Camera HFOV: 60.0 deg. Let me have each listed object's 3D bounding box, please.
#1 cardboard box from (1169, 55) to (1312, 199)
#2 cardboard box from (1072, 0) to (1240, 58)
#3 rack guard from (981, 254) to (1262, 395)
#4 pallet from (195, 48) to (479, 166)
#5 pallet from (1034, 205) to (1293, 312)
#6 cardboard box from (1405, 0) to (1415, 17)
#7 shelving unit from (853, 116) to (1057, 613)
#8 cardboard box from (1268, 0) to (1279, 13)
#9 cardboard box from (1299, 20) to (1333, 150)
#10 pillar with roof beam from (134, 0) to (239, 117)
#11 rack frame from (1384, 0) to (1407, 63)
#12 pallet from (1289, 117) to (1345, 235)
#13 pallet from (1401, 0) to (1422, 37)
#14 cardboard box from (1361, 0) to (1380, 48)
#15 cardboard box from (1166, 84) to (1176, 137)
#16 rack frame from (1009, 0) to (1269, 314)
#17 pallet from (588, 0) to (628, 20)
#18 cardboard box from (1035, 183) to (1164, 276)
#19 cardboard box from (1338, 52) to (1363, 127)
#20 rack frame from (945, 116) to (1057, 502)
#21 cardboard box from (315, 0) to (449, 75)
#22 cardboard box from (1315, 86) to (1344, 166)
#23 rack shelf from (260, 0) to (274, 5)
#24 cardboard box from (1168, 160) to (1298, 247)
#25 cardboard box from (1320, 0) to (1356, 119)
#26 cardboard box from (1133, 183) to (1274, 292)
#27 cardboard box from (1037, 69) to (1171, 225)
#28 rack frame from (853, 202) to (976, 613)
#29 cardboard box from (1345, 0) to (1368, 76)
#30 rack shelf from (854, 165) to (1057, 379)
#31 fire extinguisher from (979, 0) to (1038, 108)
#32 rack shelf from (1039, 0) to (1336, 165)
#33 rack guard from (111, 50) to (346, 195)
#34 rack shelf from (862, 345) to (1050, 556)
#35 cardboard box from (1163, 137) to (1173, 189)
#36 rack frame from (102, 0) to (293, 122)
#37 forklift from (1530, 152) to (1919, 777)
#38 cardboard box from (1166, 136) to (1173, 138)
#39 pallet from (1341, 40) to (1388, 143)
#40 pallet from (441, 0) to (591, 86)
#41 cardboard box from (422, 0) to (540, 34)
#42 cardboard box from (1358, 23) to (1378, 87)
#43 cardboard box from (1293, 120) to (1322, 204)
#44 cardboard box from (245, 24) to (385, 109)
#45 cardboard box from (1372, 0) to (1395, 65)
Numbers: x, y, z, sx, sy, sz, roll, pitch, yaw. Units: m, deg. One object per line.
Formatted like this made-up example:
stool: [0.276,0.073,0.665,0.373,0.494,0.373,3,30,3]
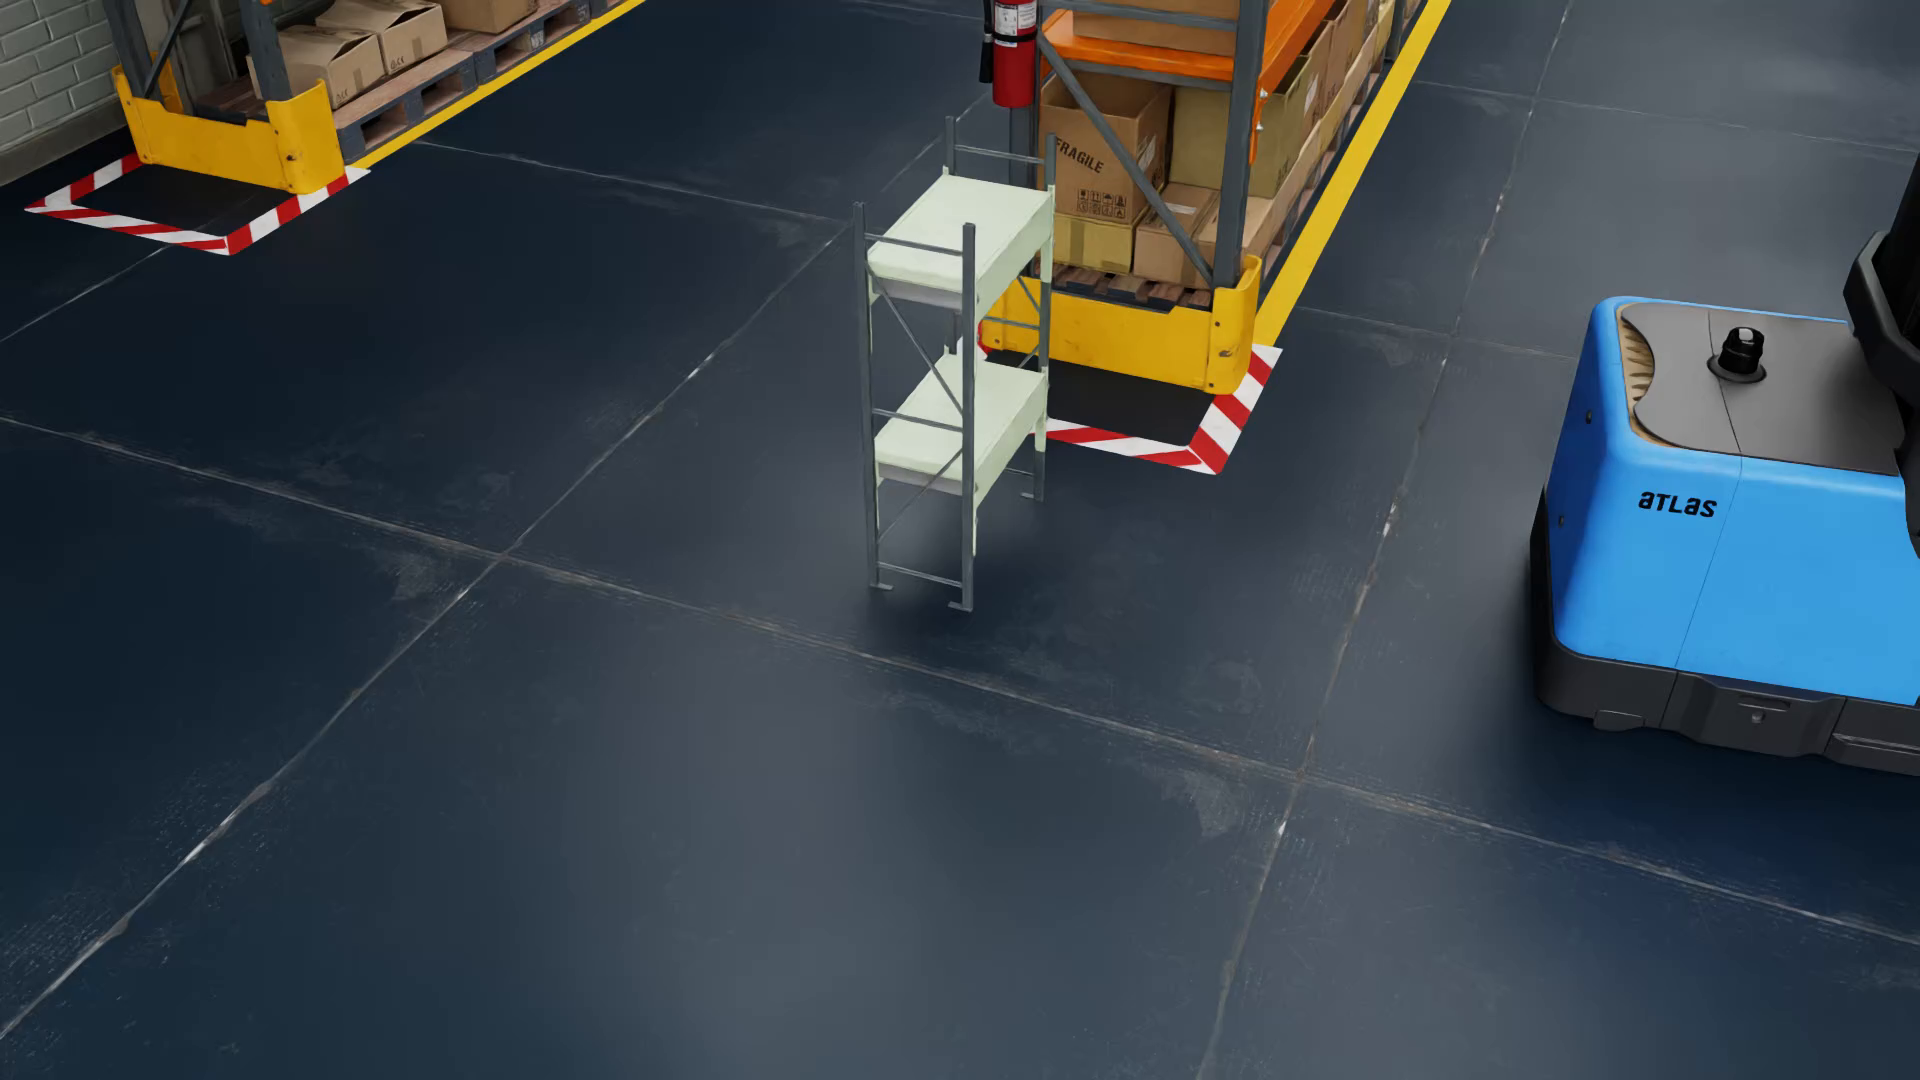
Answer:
cardboard box: [1.289,-1.938,7.656,0.500,0.500,0.500,14,39,18]
cardboard box: [0.880,-2.342,6.795,0.700,0.500,0.500,14,39,18]
rack guard: [0.681,-1.032,7.214,1.175,0.500,0.348,14,39,18]
pallet: [-3.521,-2.540,9.472,1.003,0.211,1.213,14,39,18]
pallet: [0.943,-1.363,7.897,1.003,0.211,1.213,14,39,18]
cardboard box: [2.595,-3.495,10.367,0.500,0.250,0.500,13,39,17]
shelving unit: [-0.003,-0.597,5.796,0.431,1.500,0.755,14,39,18]
cardboard box: [1.075,-2.634,7.185,0.700,0.500,0.500,15,39,19]
cardboard box: [1.467,-2.217,8.031,0.500,0.500,0.500,14,39,18]
pillar with roof beam: [-0.444,-5.180,5.664,9.100,9.000,0.400,14,39,18]
rack frame: [2.212,-4.261,9.446,1.000,3.000,0.127,14,39,18]
pallet: [1.408,-2.036,8.798,1.003,0.211,1.213,14,39,18]
pallet: [2.457,-3.561,10.838,1.003,0.211,1.213,14,39,18]
cardboard box: [2.037,-3.048,9.142,0.500,0.500,0.500,14,39,18]
cardboard box: [0.986,-2.336,8.189,0.500,0.500,0.500,14,39,18]
rack frame: [0.691,-2.047,6.483,1.000,3.000,0.127,14,39,18]
pallet: [-2.593,-3.891,11.279,1.003,0.211,1.213,14,39,18]
cardboard box: [0.621,-1.478,7.668,0.500,0.250,0.500,14,39,18]
cardboard box: [1.862,-2.467,8.991,0.500,0.250,0.500,14,39,18]
rack frame: [0.137,-0.800,6.067,0.400,1.500,0.023,14,39,18]
cardboard box: [-3.329,-2.951,9.571,0.500,0.311,0.500,17,40,21]
cardboard box: [1.673,-2.190,8.620,0.500,0.250,0.500,14,39,18]
rack shelf: [-3.131,-3.992,9.687,1.077,0.370,4.000,14,39,18]
cardboard box: [1.287,-1.638,7.881,0.500,0.250,0.500,14,39,18]
cardboard box: [1.673,-2.490,8.396,0.500,0.500,0.500,14,39,18]
cardboard box: [1.100,-1.360,7.510,0.500,0.250,0.500,14,39,18]
cardboard box: [0.619,-1.779,7.444,0.500,0.500,0.500,14,39,18]
rack frame: [-0.142,-0.394,5.525,0.400,1.500,0.023,14,39,18]
cardboard box: [1.850,-2.770,8.770,0.500,0.500,0.500,14,39,18]
rack shelf: [-0.003,-0.910,5.562,0.431,0.370,0.720,14,39,18]
fire extinguisher: [0.216,-2.056,6.560,0.296,0.674,0.183,14,39,18]
rack shelf: [1.451,-2.866,8.180,1.077,0.370,4.000,14,39,18]
rack guard: [-3.863,-2.214,8.795,1.175,0.500,0.348,14,39,18]
rack shelf: [-0.003,-0.336,5.991,0.431,0.370,0.720,14,39,18]
cardboard box: [0.800,-1.757,8.042,0.500,0.250,0.500,14,39,18]
rack frame: [-3.892,-3.173,7.990,1.000,3.000,0.127,14,39,18]
forklift: [3.465,-0.650,4.671,3.031,2.935,1.130,9,38,11]
cardboard box: [0.989,-2.035,8.413,0.500,0.250,0.500,14,39,18]
pallet: [1.871,-2.714,9.704,1.003,0.211,1.213,14,39,18]
pallet: [-3.056,-3.213,10.373,1.003,0.211,1.213,14,39,18]
cardboard box: [-3.003,-3.421,10.042,0.700,0.500,0.500,11,38,15]
cardboard box: [2.039,-2.747,9.366,0.500,0.250,0.500,14,39,18]
cardboard box: [1.478,-1.914,8.252,0.500,0.250,0.500,14,39,18]
cardboard box: [-3.546,-2.635,9.148,0.500,0.311,0.500,10,38,13]
cardboard box: [2.238,-3.022,9.733,0.500,0.250,0.500,14,39,18]
